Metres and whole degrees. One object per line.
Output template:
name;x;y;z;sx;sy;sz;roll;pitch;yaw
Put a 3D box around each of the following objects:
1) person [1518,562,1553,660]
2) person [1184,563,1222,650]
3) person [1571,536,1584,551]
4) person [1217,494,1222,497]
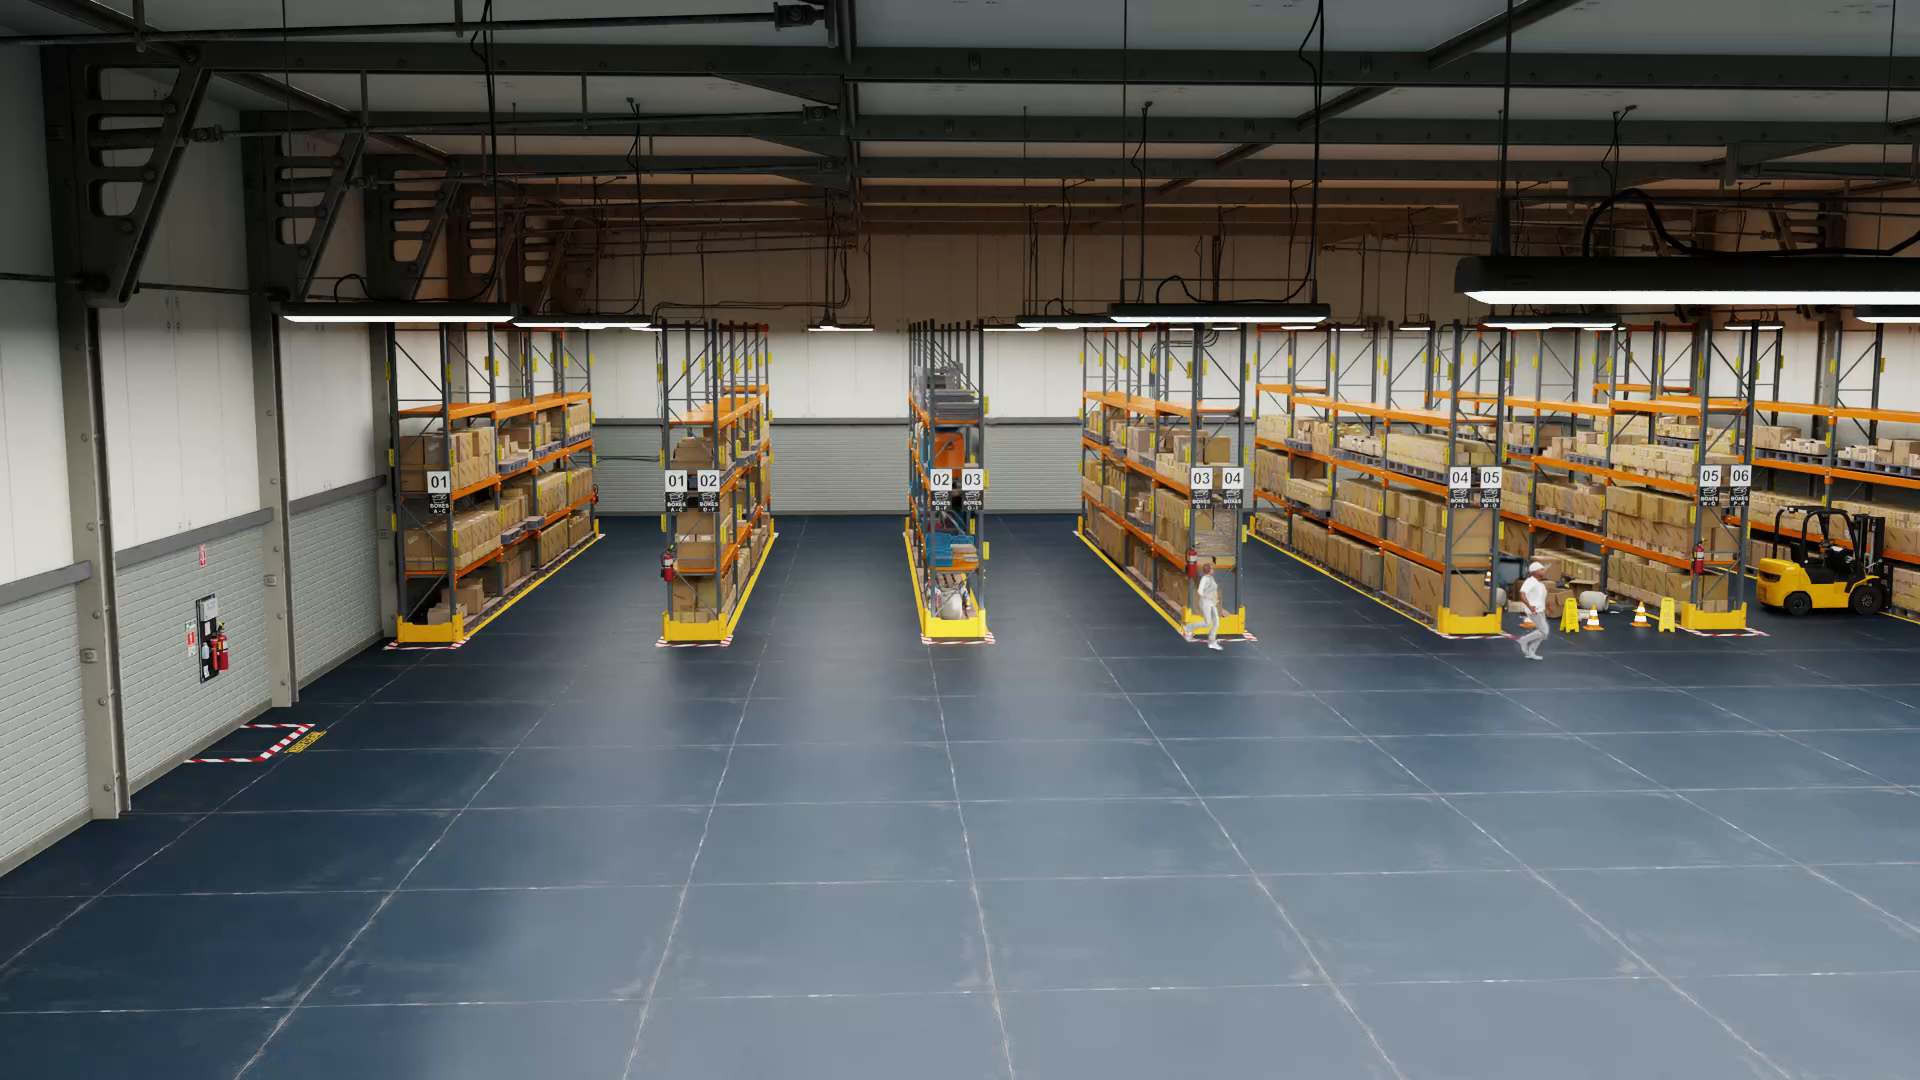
person;10.154;1.256;29.336;0.541;1.724;0.703;5;9;36
person;4.495;1.198;30.467;0.752;1.577;0.538;4;8;29
person;15.770;-0.380;42.406;0.714;1.742;0.635;-1;7;-6
person;7.507;-1.058;48.197;0.697;1.668;0.546;4;8;32
